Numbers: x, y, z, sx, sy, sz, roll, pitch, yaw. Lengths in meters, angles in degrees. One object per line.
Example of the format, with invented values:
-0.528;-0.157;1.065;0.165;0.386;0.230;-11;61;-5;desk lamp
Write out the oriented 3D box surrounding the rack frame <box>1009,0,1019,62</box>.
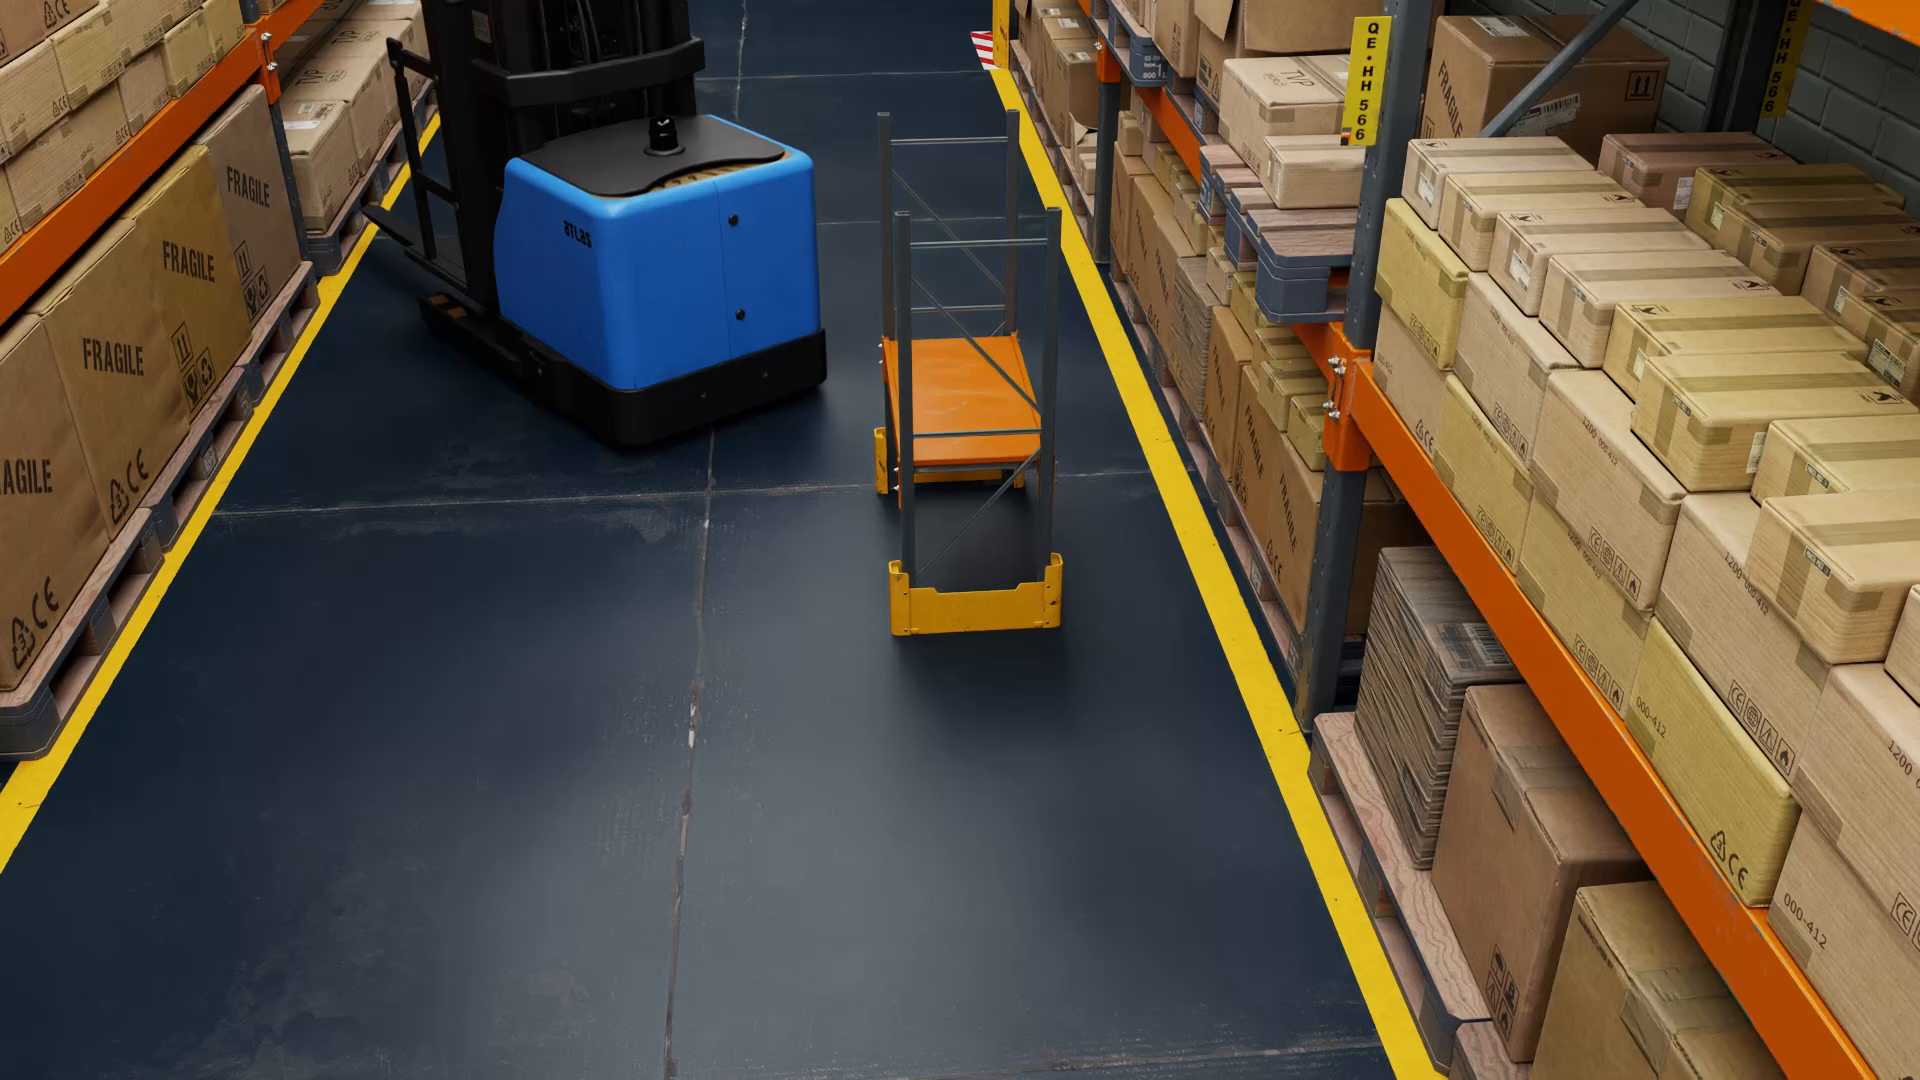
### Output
0.822;-4.812;11.380;1.000;3.000;0.127;-3;31;-5;rack frame

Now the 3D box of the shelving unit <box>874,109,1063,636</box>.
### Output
0.007;-0.605;5.800;0.587;1.500;1.083;-3;31;-5;shelving unit

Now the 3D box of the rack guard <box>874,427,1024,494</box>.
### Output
-0.039;-0.323;6.546;0.587;0.250;0.087;-3;31;-5;rack guard

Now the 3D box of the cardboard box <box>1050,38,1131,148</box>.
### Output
0.923;-2.634;9.762;0.700;0.500;0.500;-4;31;-6;cardboard box

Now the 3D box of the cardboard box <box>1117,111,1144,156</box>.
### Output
0.965;-1.959;8.000;0.380;0.149;0.250;-1;31;-2;cardboard box

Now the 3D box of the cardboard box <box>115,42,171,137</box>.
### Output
-3.378;-1.730;6.367;0.500;0.250;0.500;-4;31;-6;cardboard box

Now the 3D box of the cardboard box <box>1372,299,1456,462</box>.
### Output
1.368;-0.425;4.182;0.500;0.250;0.500;-3;31;-4;cardboard box

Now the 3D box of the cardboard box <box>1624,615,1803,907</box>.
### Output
1.512;0.360;2.868;0.500;0.250;0.500;-2;31;-3;cardboard box

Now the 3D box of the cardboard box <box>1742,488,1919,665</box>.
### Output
1.440;0.047;2.516;0.380;0.149;0.250;-4;31;-6;cardboard box

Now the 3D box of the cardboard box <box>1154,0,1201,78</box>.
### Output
1.140;-2.070;6.283;0.700;0.500;0.500;-3;31;-5;cardboard box

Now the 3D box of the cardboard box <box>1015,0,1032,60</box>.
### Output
0.785;-3.603;11.382;0.797;0.503;0.637;-4;31;-7;cardboard box

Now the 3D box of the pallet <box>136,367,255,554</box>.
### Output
-3.481;-0.318;6.576;1.003;0.211;1.213;-3;31;-5;pallet

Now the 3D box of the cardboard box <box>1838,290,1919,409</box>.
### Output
1.940;-0.370;3.214;0.380;0.149;0.250;-3;31;-5;cardboard box

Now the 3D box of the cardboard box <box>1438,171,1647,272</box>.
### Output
1.332;-0.736;3.826;0.380;0.149;0.250;-2;31;-4;cardboard box

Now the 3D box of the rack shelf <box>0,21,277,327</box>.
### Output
-3.559;-1.200;6.035;1.077;0.370;4.000;-3;31;-5;rack shelf

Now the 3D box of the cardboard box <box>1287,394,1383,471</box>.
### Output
1.271;-0.353;5.311;0.380;0.149;0.250;-4;31;-7;cardboard box

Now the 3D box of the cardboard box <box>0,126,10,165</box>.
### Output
-3.221;-1.172;4.946;0.500;0.250;0.500;-2;31;-3;cardboard box

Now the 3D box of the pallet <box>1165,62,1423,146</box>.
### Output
1.383;-1.637;6.253;1.003;0.211;1.213;-3;31;-5;pallet

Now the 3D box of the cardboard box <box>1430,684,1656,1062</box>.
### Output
1.683;0.764;3.951;0.875;0.625;0.625;-2;31;-3;cardboard box

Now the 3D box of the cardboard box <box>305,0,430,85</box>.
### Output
-3.958;-3.320;10.972;0.875;0.438;0.875;-4;31;-6;cardboard box

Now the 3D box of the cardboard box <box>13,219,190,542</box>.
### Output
-3.433;-0.568;5.938;0.875;0.875;0.875;-2;31;-4;cardboard box

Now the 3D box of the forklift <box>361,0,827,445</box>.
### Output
-1.916;-2.327;7.288;1.130;2.935;3.031;-23;38;-34;forklift

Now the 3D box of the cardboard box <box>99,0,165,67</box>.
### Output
-3.354;-1.947;6.244;0.500;0.250;0.500;-2;31;-3;cardboard box

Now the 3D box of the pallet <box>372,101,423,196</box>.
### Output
-3.856;-2.349;9.977;1.003;0.211;1.213;-3;31;-5;pallet

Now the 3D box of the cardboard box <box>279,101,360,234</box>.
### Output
-3.697;-1.936;8.655;0.875;0.438;0.875;-3;31;-5;cardboard box

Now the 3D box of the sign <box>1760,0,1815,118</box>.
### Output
2.122;-1.253;4.293;0.100;0.325;0.005;-3;31;-5;sign

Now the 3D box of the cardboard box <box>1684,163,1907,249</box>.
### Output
1.937;-0.764;3.874;0.380;0.149;0.250;-2;31;-3;cardboard box

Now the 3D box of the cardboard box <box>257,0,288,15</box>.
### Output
-3.529;-2.825;7.956;0.500;0.500;0.500;-2;31;-3;cardboard box

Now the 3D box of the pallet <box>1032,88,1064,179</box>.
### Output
1.016;-2.547;10.309;1.003;0.211;1.213;-3;31;-5;pallet

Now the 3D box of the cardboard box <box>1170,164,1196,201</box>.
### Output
1.142;-1.552;7.318;0.380;0.149;0.250;-3;31;-5;cardboard box

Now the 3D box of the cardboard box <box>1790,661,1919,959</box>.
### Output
1.546;0.403;2.309;0.500;0.250;0.500;-2;31;-4;cardboard box

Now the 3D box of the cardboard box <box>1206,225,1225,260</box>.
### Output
1.203;-1.159;6.661;0.380;0.149;0.250;-3;31;-4;cardboard box

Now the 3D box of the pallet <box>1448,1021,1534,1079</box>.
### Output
1.719;1.514;3.510;1.003;0.211;1.213;-3;31;-5;pallet

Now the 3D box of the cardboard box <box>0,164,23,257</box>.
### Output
-3.233;-0.946;5.055;0.500;0.250;0.500;-4;31;-6;cardboard box

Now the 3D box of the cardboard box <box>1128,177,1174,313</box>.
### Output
1.077;-1.347;7.609;0.500;0.500;0.500;-3;31;-5;cardboard box

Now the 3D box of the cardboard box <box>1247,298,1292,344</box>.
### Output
1.255;-0.764;6.000;0.380;0.149;0.250;-2;31;-3;cardboard box

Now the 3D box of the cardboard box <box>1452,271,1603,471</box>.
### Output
1.414;-0.384;3.626;0.500;0.250;0.500;-2;31;-3;cardboard box

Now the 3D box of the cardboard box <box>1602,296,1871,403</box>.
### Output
1.472;-0.346;3.174;0.380;0.149;0.250;-2;31;-4;cardboard box

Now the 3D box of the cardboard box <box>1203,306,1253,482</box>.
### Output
1.228;-0.563;6.296;0.500;0.500;0.500;-1;31;-2;cardboard box

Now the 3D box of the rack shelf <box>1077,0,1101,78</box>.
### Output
1.009;-3.482;9.855;1.077;0.370;4.000;-3;31;-5;rack shelf

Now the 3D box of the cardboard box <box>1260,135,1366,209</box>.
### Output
1.126;-1.117;5.030;0.380;0.149;0.250;-2;31;-4;cardboard box

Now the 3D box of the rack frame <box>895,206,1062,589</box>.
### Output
0.055;-0.341;5.358;0.500;1.500;0.032;-3;31;-5;rack frame

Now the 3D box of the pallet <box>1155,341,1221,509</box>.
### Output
1.427;-0.534;6.939;1.003;0.211;1.213;-3;31;-5;pallet
